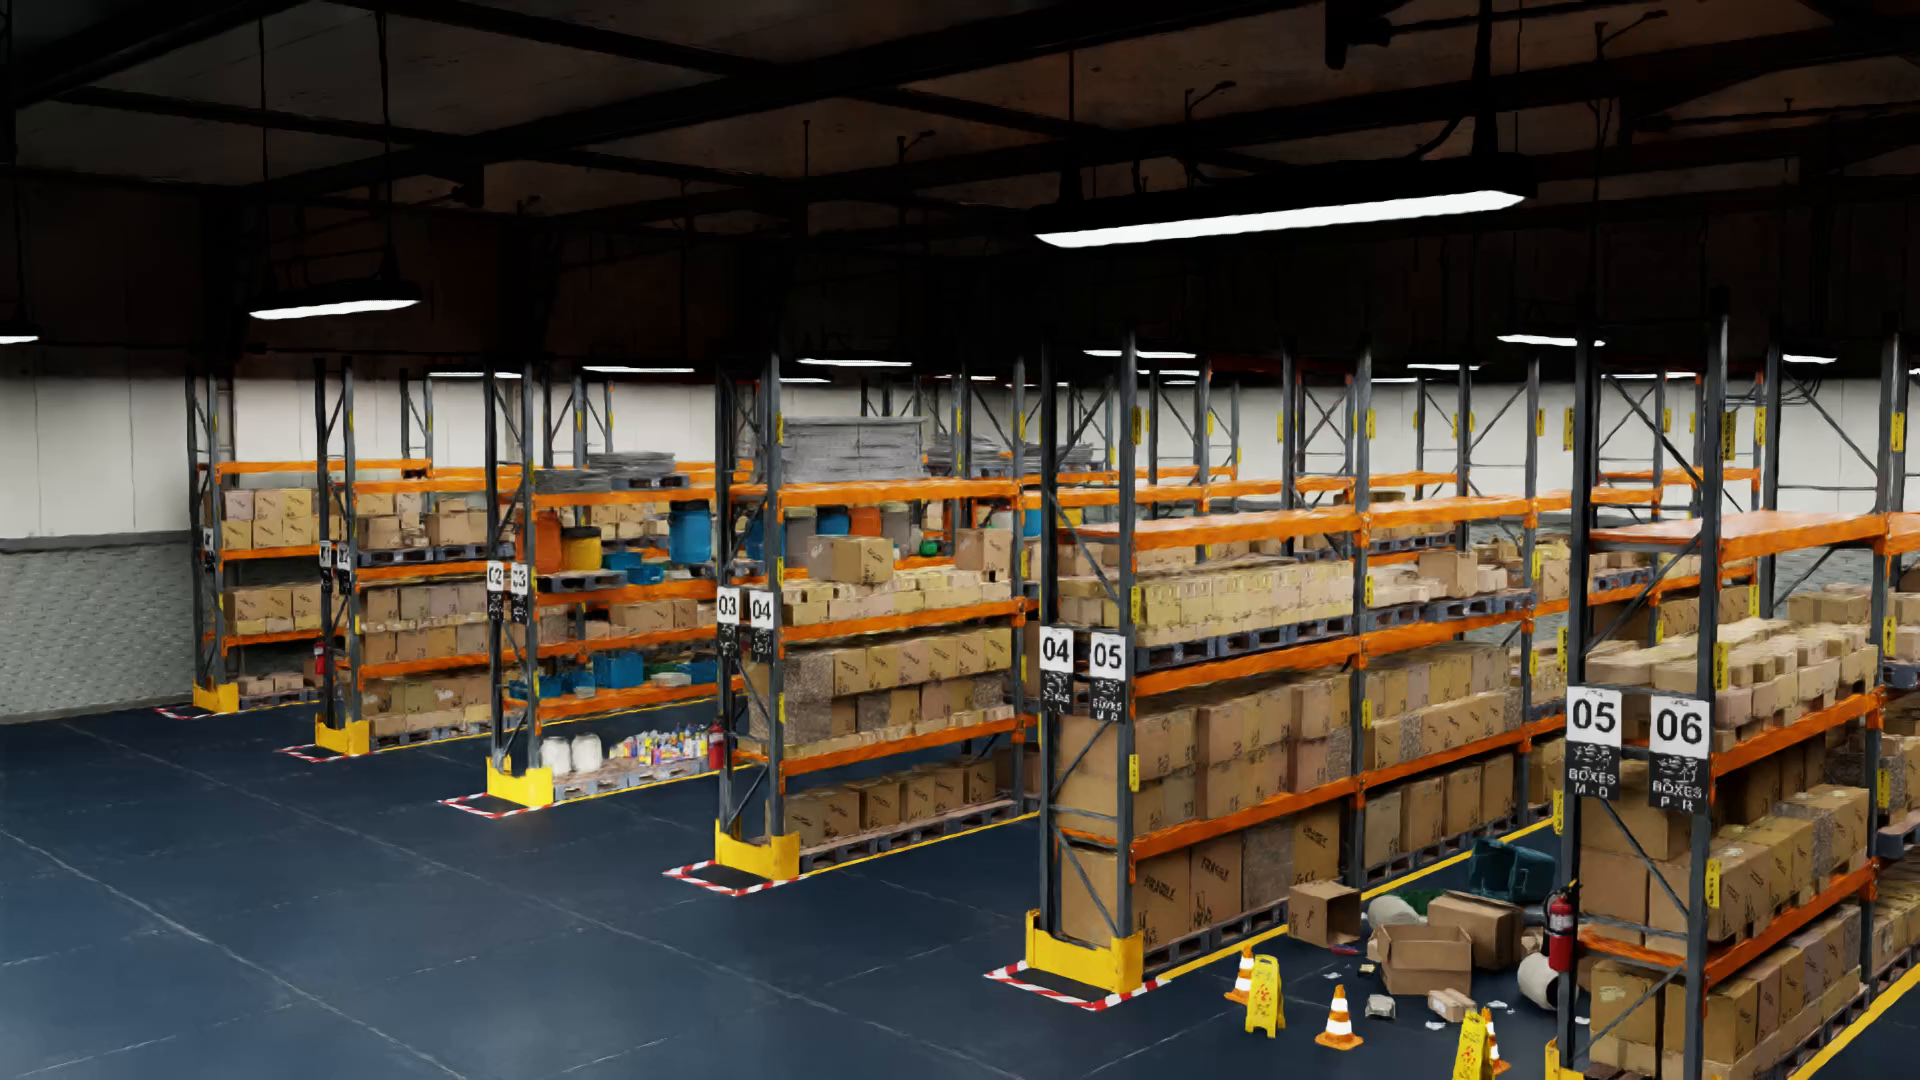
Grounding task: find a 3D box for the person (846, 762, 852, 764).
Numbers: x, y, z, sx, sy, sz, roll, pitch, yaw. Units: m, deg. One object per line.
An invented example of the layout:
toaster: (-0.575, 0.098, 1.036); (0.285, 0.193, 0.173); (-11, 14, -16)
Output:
person: (-1.754, 2.486, 24.614); (0.625, 1.579, 0.799); (2, 5, 21)
